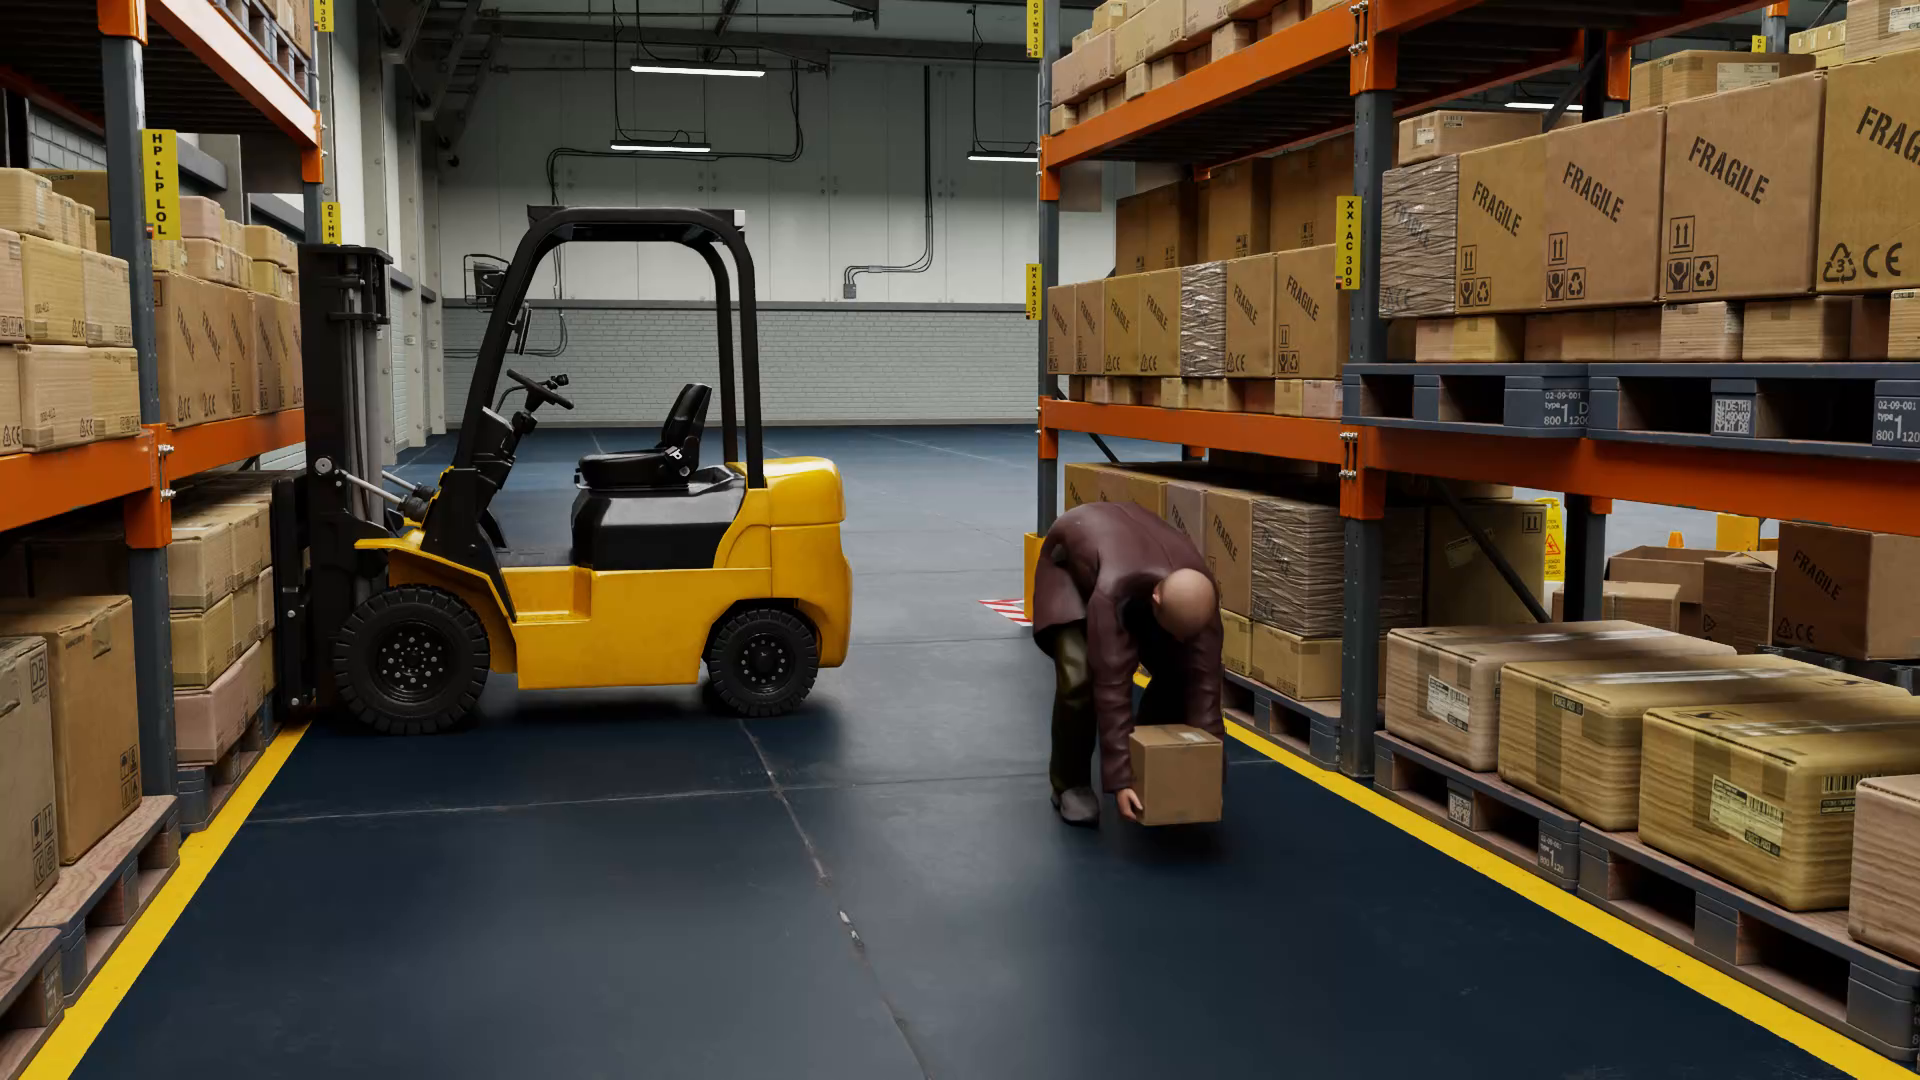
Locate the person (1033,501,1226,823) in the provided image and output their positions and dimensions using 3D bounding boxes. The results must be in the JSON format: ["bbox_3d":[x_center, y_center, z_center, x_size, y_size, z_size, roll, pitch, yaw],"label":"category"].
[{"bbox_3d":[0.568,0.414,5.398,0.585,1.052,0.946,-2,6,-18],"label":"person"}]
